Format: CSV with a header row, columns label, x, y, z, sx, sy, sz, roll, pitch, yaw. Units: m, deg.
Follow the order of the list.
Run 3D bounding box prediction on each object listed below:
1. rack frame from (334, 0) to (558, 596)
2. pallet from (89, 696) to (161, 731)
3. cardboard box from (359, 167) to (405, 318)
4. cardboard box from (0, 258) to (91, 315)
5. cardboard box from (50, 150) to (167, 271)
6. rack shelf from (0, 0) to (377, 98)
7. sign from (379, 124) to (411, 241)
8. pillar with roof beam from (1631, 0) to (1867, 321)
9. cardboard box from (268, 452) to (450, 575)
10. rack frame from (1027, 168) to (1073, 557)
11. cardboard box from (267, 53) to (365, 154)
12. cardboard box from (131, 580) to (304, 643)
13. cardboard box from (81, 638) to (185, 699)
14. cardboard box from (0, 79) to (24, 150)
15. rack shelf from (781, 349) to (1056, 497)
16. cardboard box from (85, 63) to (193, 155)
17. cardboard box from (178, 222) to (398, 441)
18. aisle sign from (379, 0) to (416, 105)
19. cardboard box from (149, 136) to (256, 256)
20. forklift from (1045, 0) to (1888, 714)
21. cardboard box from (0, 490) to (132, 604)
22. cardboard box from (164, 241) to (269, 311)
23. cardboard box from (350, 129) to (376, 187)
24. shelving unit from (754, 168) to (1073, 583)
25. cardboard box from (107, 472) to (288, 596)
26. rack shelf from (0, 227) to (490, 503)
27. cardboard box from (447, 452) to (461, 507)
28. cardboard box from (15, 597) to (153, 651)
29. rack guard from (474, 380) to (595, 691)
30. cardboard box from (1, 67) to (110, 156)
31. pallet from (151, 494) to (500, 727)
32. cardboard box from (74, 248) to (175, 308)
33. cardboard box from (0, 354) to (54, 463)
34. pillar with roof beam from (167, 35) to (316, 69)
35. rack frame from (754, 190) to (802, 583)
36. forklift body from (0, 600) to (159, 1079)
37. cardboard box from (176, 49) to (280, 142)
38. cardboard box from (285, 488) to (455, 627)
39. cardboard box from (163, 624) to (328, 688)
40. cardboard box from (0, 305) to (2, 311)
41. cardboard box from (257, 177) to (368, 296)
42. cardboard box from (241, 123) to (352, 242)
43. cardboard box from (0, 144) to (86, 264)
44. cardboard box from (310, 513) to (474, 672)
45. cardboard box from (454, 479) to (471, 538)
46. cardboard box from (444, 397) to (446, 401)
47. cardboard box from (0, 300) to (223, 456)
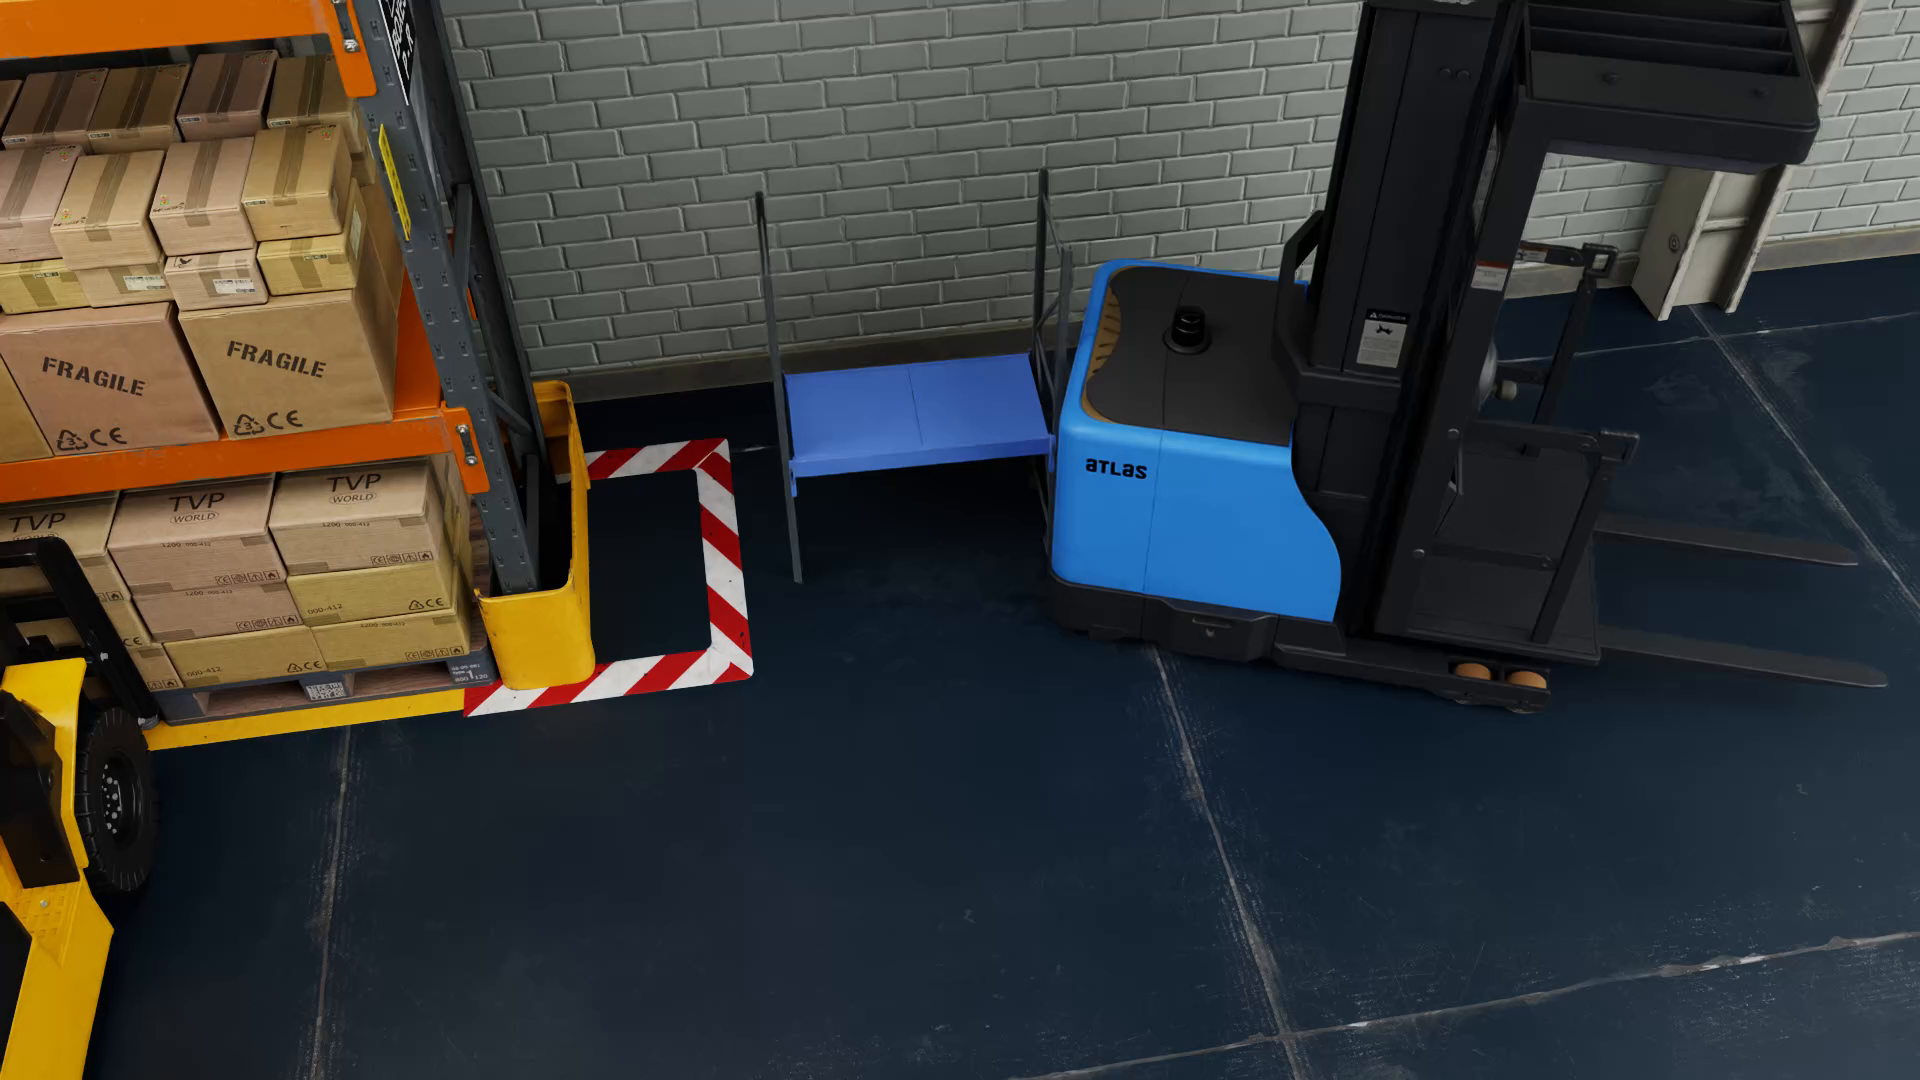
label,x,y,z,sx,sy,sz,roll,pitch,yaw
rack frame,-1.662,-0.904,5.538,0.127,3.000,1.000,-7,46,-7
pallet,-3.608,0.335,6.281,1.213,0.211,1.003,-7,46,-7
cardboard box,-2.198,-1.075,5.633,0.500,0.500,0.500,-6,46,-5
cardboard box,-2.715,-0.859,4.975,0.250,0.149,0.380,-7,47,-7
cardboard box,-2.470,-0.969,4.875,0.250,0.149,0.380,-6,46,-6
rack shelf,-3.633,-1.449,4.480,4.000,0.370,1.077,-7,46,-7
sign,-1.583,-1.001,4.663,0.005,0.325,0.100,-7,46,-7
pillar with roof beam,4.144,-1.221,1.678,0.400,9.000,9.100,-7,46,-7
cardboard box,-2.063,-0.164,5.749,0.500,0.250,0.500,-6,46,-5
rack frame,0.332,-0.633,6.318,0.032,1.500,0.500,-6,46,-6
cardboard box,-2.030,-1.377,5.267,0.250,0.149,0.380,-8,47,-8
cardboard box,-2.584,0.067,5.873,0.500,0.250,0.500,-8,47,-7
cardboard box,-3.057,0.296,6.000,0.500,0.250,0.500,-7,46,-6
cardboard box,-3.053,-1.256,5.151,0.250,0.149,0.380,-6,46,-6
rack shelf,-0.172,-0.457,6.399,1.000,0.185,0.538,-6,46,-6
cardboard box,-2.551,-1.326,5.218,0.250,0.149,0.380,-6,46,-6
cardboard box,-2.102,-0.692,5.264,0.500,0.500,0.500,-8,47,-8
aisle sign,-1.547,-1.605,4.408,0.004,0.787,0.394,-7,46,-7
cardboard box,-2.217,-1.021,4.924,0.250,0.149,0.380,-7,46,-7
forklift,1.898,-0.797,5.483,3.031,2.935,1.130,8,47,8
cardboard box,-3.060,-0.028,5.618,0.500,0.250,0.500,-7,46,-6
cardboard box,-2.203,-0.870,4.985,0.250,0.149,0.380,-6,46,-6
cardboard box,-2.041,-1.306,5.405,0.250,0.149,0.380,-8,47,-8
shelving unit,-0.172,-0.582,6.269,1.048,1.500,0.538,-6,46,-6
cardboard box,-2.565,-0.097,5.684,0.500,0.250,0.500,-6,46,-6
rack shelf,-3.633,-0.408,5.560,4.000,0.370,1.077,-7,46,-7
cardboard box,-2.161,-0.358,6.283,0.500,0.250,0.500,-6,46,-6
cardboard box,-3.090,0.145,5.798,0.500,0.250,0.500,-8,47,-8
rack guard,-1.638,-0.039,6.441,0.348,0.500,1.175,-7,46,-7
cardboard box,-2.797,-1.306,5.199,0.250,0.149,0.380,-7,46,-7
pallet,-2.409,0.187,6.423,1.213,0.211,1.003,-7,46,-7
cardboard box,-2.469,-0.881,4.996,0.250,0.149,0.380,-6,46,-6
cardboard box,-3.120,-0.571,5.148,0.500,0.500,0.500,-8,47,-8
pillar with roof beam,-1.768,-0.484,0.968,0.400,9.000,9.100,-7,46,-7
rack frame,-0.675,-0.531,6.220,0.032,1.500,0.500,-6,46,-6
forklift body,-3.220,0.918,4.372,1.214,2.155,2.313,-7,46,-7
cardboard box,-2.302,-1.389,5.279,0.250,0.149,0.380,-6,46,-5
cardboard box,-2.088,0.013,5.925,0.500,0.250,0.500,-8,47,-7
cardboard box,-2.563,0.241,6.053,0.500,0.250,0.500,-7,46,-7
cardboard box,-2.970,-0.792,4.911,0.250,0.149,0.380,-8,47,-8
cardboard box,-1.956,-0.922,5.036,0.250,0.149,0.380,-6,46,-6
cardboard box,-1.979,-1.073,4.975,0.250,0.149,0.380,-7,46,-7
cardboard box,-2.728,-0.992,4.896,0.250,0.149,0.380,-7,46,-7
cardboard box,-2.071,0.187,6.105,0.500,0.250,0.500,-7,46,-7
cardboard box,-2.179,-0.174,6.452,0.500,0.250,0.500,-7,46,-7
cardboard box,-2.168,-0.518,6.089,0.500,0.250,0.500,-8,47,-7
cardboard box,-2.615,-0.634,5.209,0.500,0.500,0.500,-6,46,-6
